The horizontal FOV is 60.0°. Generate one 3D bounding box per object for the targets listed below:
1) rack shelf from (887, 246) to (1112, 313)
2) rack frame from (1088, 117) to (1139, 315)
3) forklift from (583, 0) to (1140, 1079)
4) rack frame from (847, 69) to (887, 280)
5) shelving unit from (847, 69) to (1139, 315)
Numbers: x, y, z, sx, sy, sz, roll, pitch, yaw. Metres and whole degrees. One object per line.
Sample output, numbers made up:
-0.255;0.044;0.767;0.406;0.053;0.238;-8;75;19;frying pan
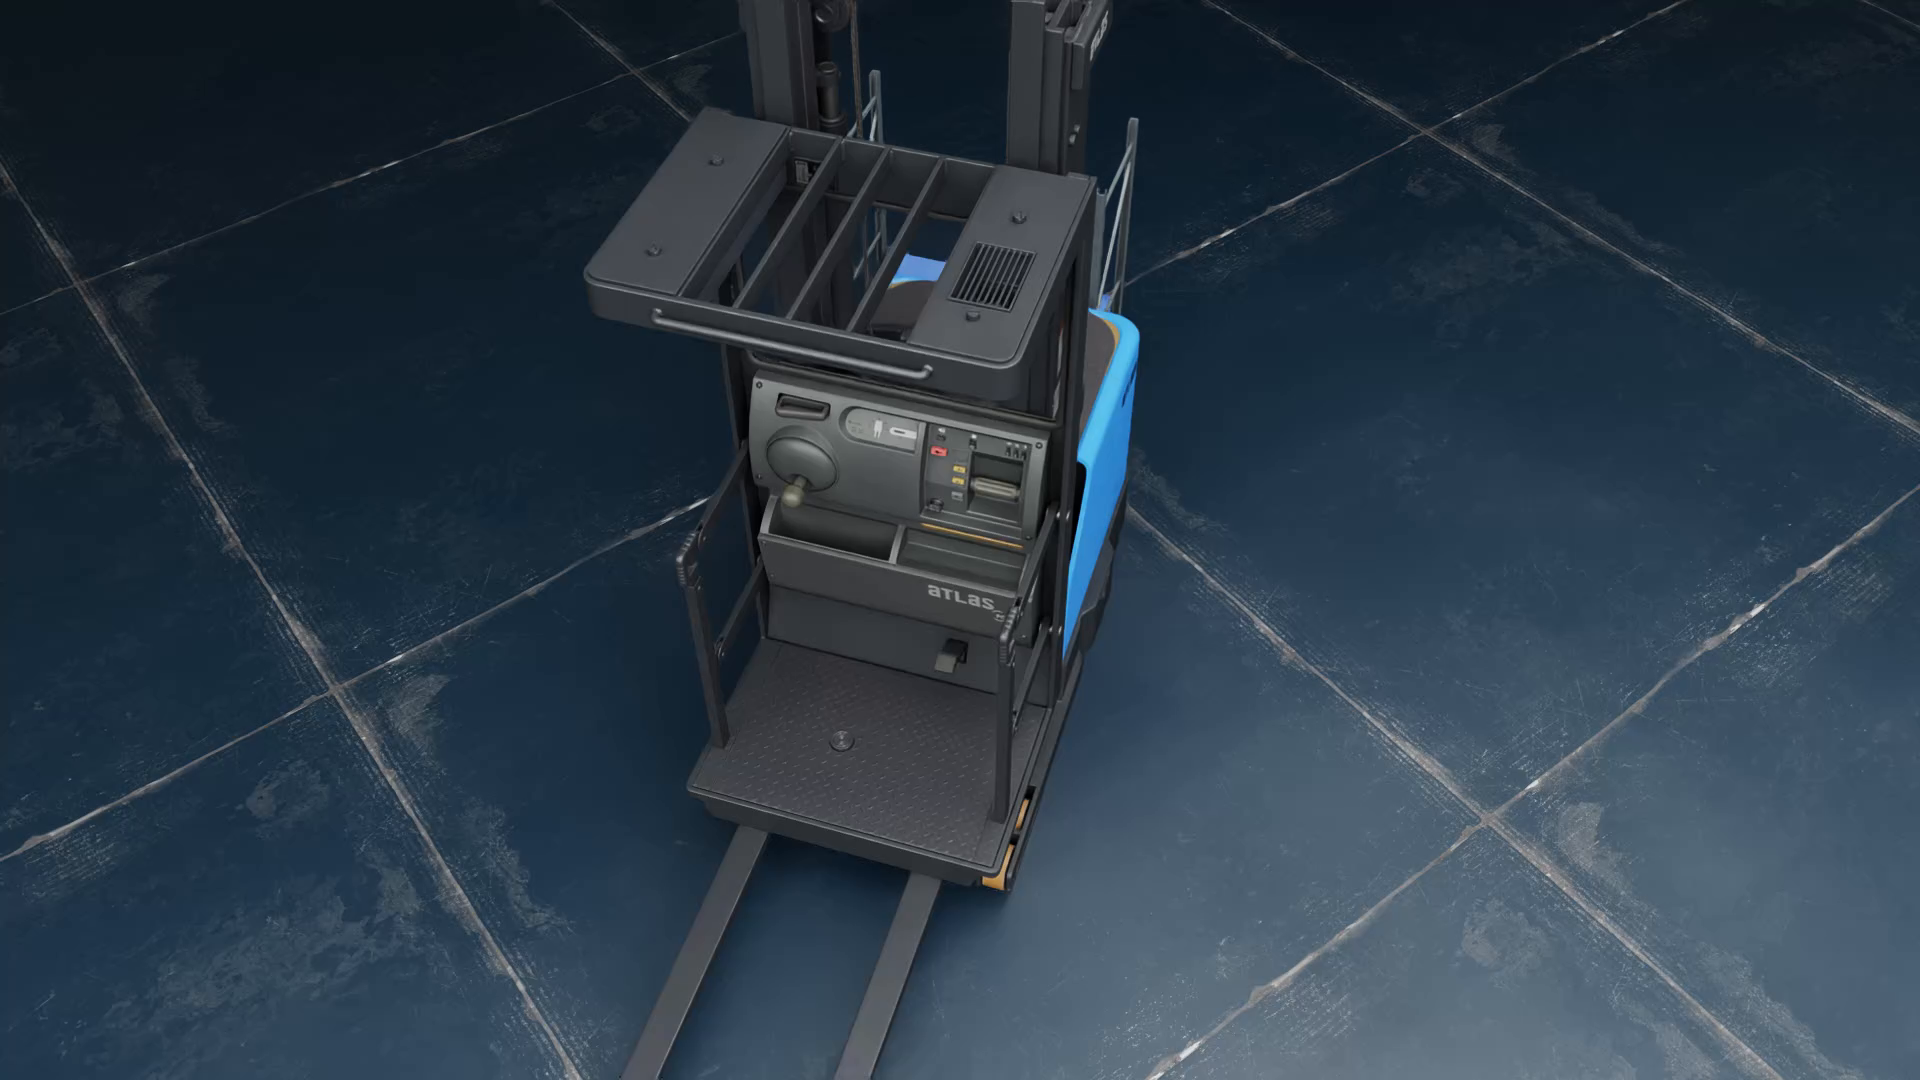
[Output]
0.085;-0.876;6.774;1.000;0.185;0.538;14;49;12;rack shelf
0.567;-0.878;6.533;0.032;1.500;0.500;14;49;12;rack frame
-0.258;-0.135;4.893;1.130;2.935;3.031;13;49;12;forklift
-0.398;-1.116;6.748;0.032;1.500;0.500;14;49;12;rack frame
0.085;-0.997;6.640;1.048;1.500;0.538;14;49;12;shelving unit
